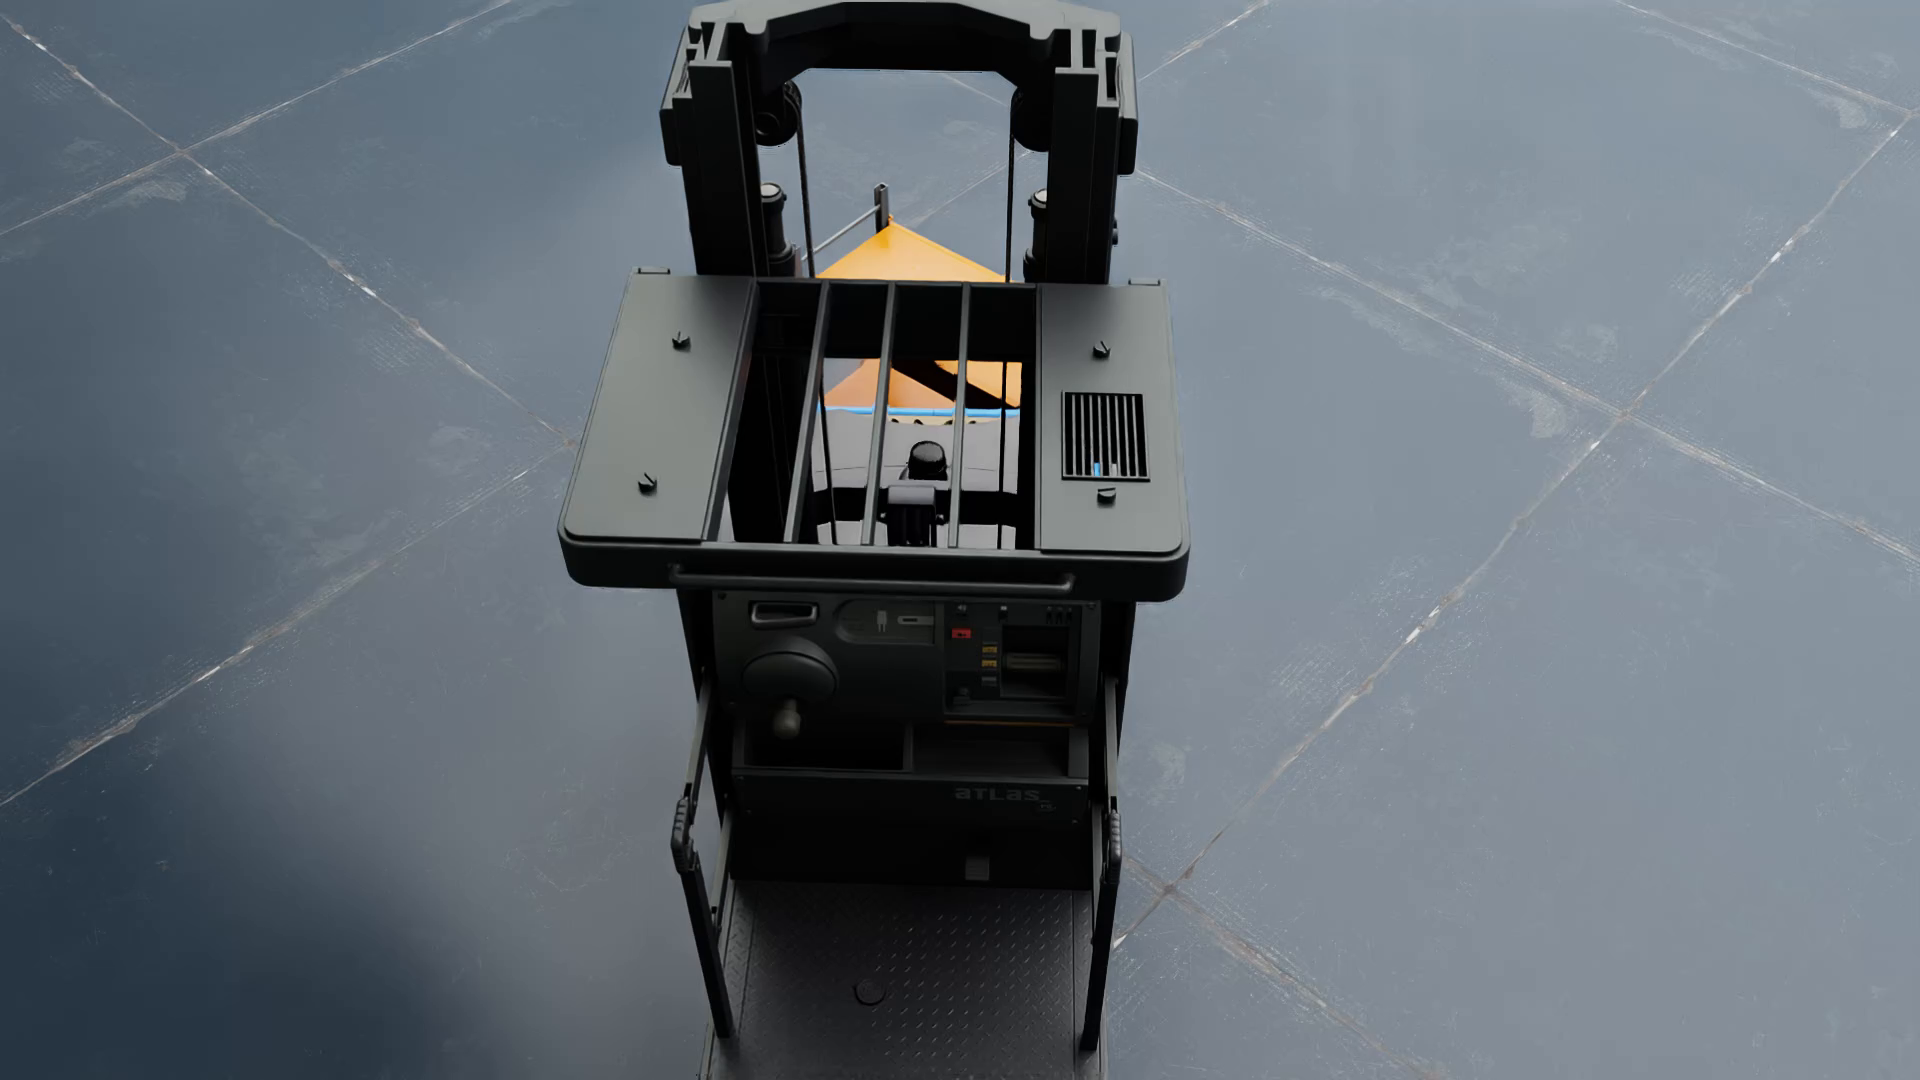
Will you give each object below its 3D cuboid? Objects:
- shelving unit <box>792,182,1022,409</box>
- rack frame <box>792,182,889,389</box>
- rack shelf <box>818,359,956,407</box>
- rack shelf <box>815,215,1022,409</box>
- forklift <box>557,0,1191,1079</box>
[{"bbox_3d":[-0.029,-0.502,5.950,1.048,1.125,0.538,31,54,26],"label":"shelving unit"},{"bbox_3d":[-0.423,-0.737,6.170,0.032,1.125,0.500,31,54,26],"label":"rack frame"},{"bbox_3d":[-0.029,-0.335,6.128,1.000,0.278,0.538,31,54,26],"label":"rack shelf"},{"bbox_3d":[-0.029,-0.703,5.737,1.000,0.278,0.538,31,54,26],"label":"rack shelf"},{"bbox_3d":[-0.135,0.389,3.874,1.130,2.935,3.031,2,47,1],"label":"forklift"}]
